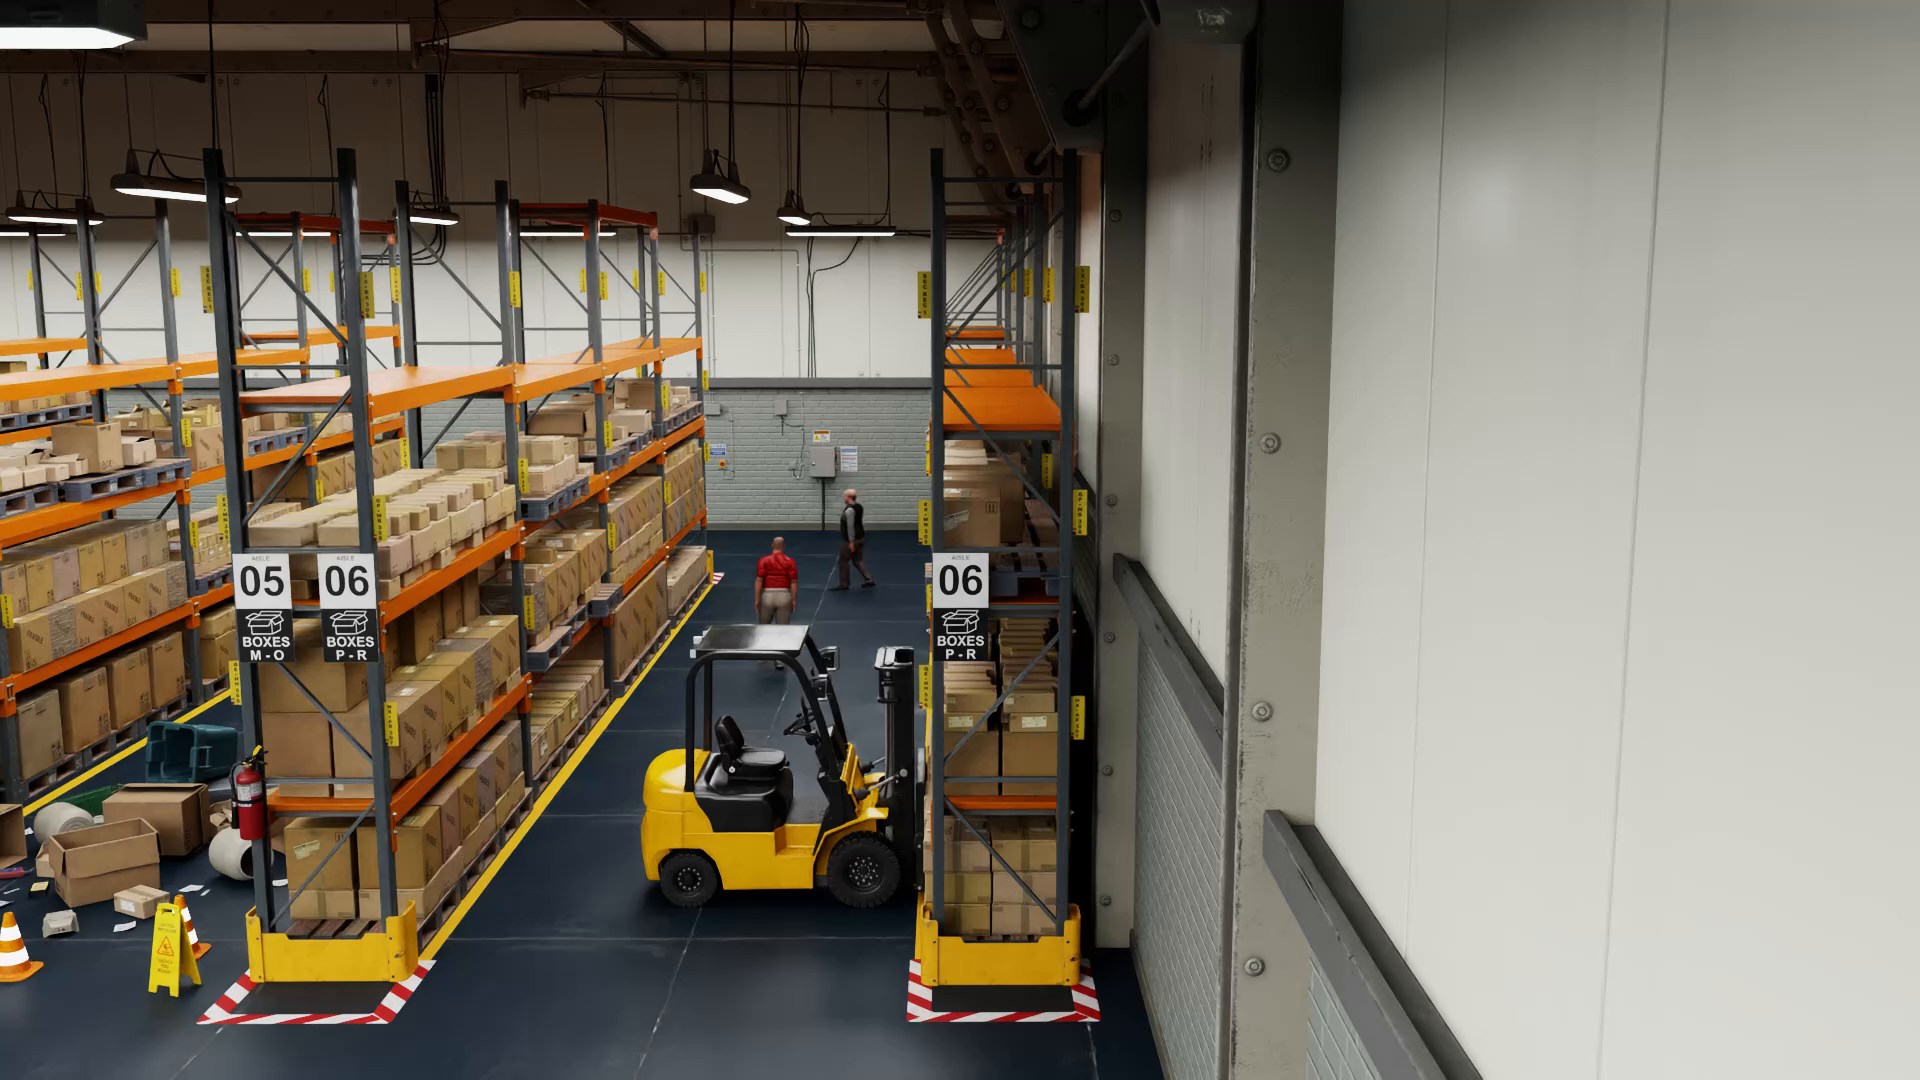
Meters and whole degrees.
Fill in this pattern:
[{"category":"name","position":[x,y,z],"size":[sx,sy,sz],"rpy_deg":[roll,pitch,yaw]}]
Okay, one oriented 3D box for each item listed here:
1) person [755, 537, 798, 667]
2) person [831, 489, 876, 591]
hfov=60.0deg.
[{"category":"person","position":[-2.417,0.810,21.935],"size":[0.571,1.720,0.437],"rpy_deg":[-1,9,-4]},{"category":"person","position":[-1.756,0.008,27.130],"size":[0.772,1.705,0.601],"rpy_deg":[3,10,19]}]
